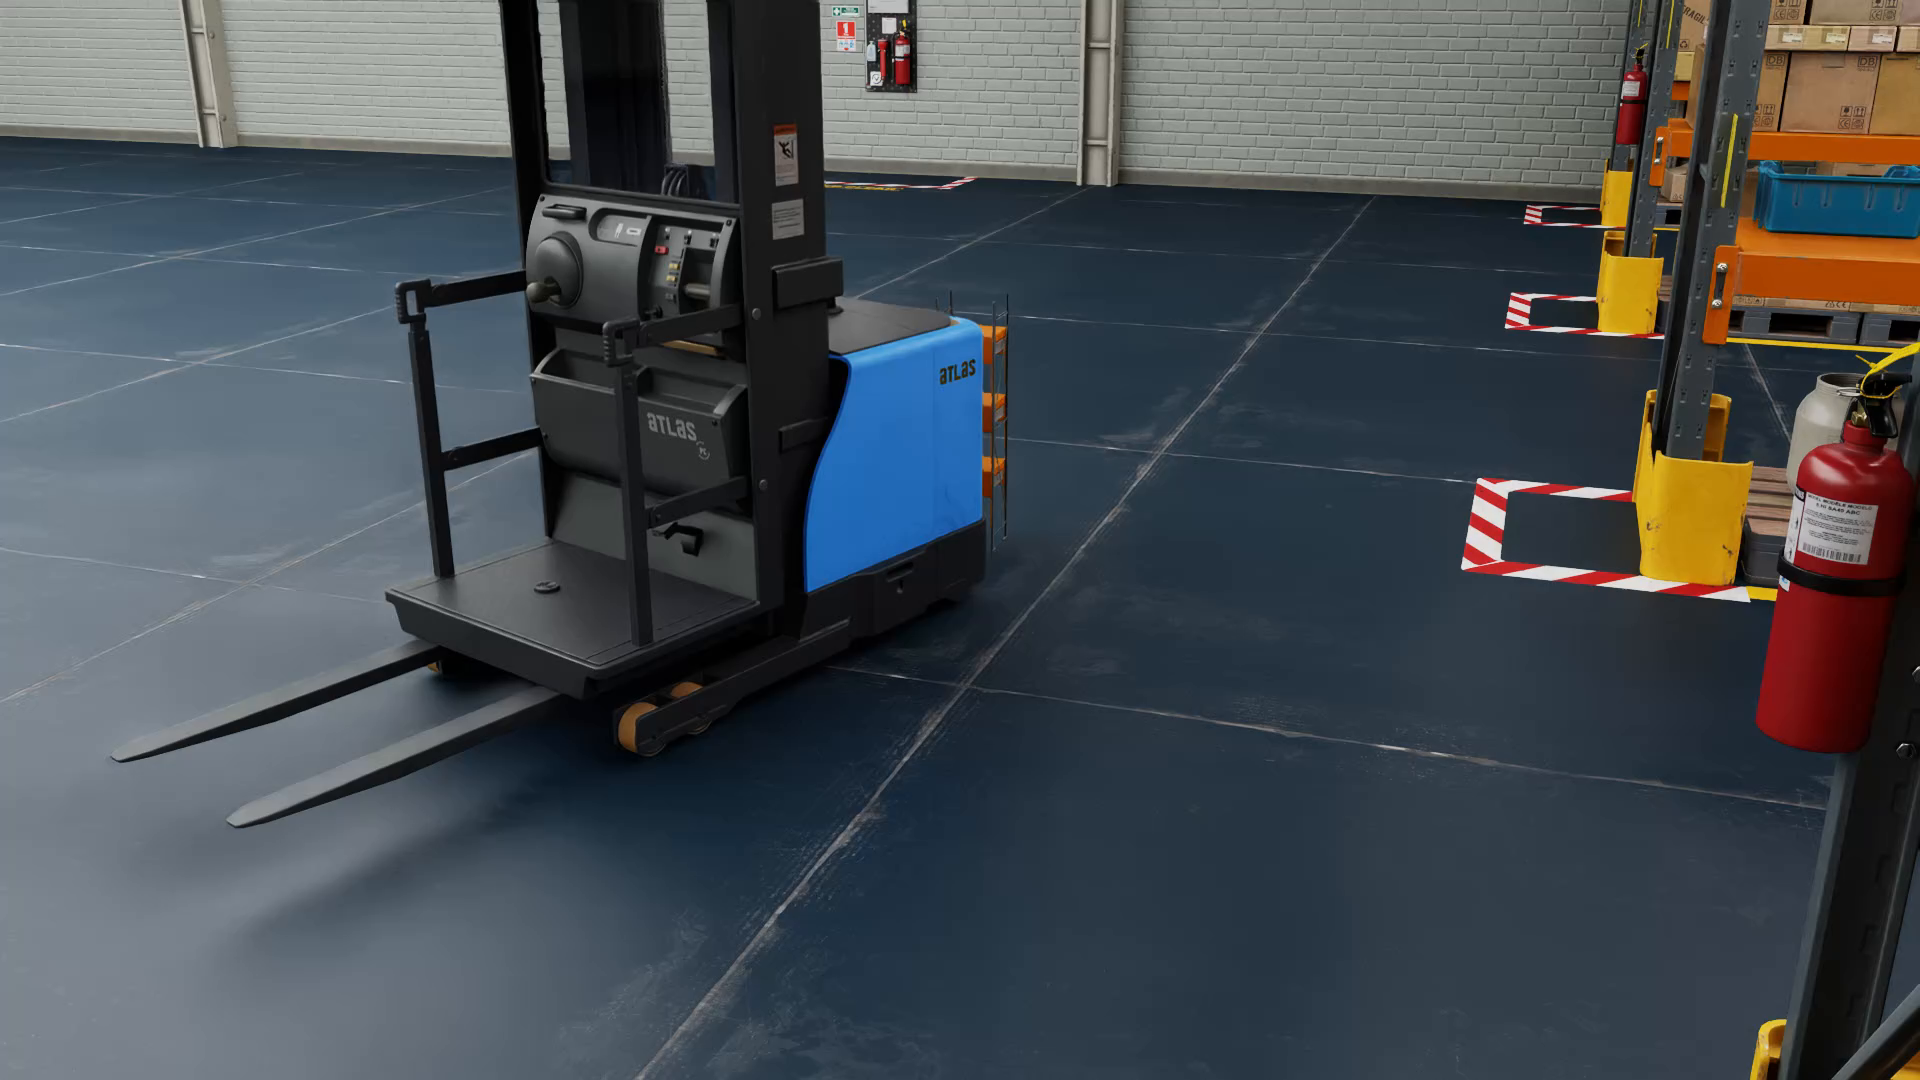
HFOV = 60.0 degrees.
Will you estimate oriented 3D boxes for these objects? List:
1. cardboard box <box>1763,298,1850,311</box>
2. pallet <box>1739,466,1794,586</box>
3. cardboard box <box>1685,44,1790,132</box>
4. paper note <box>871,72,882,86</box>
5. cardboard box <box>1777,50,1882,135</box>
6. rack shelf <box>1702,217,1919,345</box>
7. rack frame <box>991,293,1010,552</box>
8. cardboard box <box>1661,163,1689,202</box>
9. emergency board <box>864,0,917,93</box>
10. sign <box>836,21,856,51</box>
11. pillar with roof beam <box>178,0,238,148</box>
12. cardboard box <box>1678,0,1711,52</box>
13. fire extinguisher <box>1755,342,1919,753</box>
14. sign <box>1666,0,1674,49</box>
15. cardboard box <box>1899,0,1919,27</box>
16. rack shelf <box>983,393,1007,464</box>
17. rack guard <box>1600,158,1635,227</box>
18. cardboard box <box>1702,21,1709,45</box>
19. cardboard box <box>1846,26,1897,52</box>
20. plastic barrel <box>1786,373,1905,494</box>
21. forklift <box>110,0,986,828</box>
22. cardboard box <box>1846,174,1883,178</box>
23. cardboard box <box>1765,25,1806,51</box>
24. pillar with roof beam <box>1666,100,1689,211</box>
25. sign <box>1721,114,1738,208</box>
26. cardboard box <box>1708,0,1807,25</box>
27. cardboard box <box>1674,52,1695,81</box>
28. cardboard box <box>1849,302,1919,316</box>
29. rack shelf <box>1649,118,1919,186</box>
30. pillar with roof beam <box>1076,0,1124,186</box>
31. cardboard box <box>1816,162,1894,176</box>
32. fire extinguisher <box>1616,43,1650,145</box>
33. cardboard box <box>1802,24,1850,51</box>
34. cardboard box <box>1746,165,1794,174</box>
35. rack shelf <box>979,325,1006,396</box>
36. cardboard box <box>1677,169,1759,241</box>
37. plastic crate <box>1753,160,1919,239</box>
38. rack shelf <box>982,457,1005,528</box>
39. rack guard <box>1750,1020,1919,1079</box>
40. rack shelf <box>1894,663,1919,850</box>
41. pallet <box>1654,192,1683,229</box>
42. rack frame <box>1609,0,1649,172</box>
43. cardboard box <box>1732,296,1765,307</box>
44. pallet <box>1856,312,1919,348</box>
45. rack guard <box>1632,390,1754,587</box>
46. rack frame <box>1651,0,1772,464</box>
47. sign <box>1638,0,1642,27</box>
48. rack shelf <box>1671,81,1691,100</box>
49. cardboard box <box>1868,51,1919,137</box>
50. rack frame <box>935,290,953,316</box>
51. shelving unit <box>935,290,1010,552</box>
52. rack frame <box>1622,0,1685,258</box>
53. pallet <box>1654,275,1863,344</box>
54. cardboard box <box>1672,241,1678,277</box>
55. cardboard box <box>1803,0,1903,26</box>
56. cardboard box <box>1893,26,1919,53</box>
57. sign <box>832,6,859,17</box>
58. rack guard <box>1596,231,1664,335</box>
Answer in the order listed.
[{"bbox_3d":[5.524,-1.681,10.880,0.500,0.250,0.500,7,20,18],"label":"cardboard box"},{"bbox_3d":[3.840,-0.021,6.816,1.213,0.211,1.003,7,20,18],"label":"pallet"},{"bbox_3d":[5.053,-2.953,10.840,0.500,0.500,0.700,7,20,18],"label":"cardboard box"},{"bbox_3d":[-0.950,-5.246,18.908,0.142,0.148,0.016,7,20,18],"label":"paper note"},{"bbox_3d":[5.551,-2.898,10.682,0.500,0.500,0.700,7,20,19],"label":"cardboard box"},{"bbox_3d":[4.877,-0.865,6.094,4.000,0.370,1.077,7,20,18],"label":"rack shelf"},{"bbox_3d":[0.166,-0.477,6.849,0.008,1.050,0.200,7,20,18],"label":"rack frame"},{"bbox_3d":[6.863,-3.337,15.508,0.500,0.311,0.500,4,20,12],"label":"cardboard box"},{"bbox_3d":[-0.806,-5.622,18.646,0.643,1.169,0.194,7,20,18],"label":"emergency board"},{"bbox_3d":[-1.294,-5.730,18.904,0.234,0.329,0.001,7,20,18],"label":"sign"},{"bbox_3d":[-11.232,-8.133,16.737,0.400,9.000,9.100,7,20,18],"label":"pillar with roof beam"},{"bbox_3d":[6.591,-4.649,14.914,0.500,0.500,0.500,7,20,18],"label":"cardboard box"},{"bbox_3d":[1.405,0.000,2.637,0.183,0.674,0.296,7,20,18],"label":"fire extinguisher"},{"bbox_3d":[4.429,-3.235,10.364,0.005,0.325,0.100,7,20,18],"label":"sign"},{"bbox_3d":[6.078,-3.451,10.297,0.500,0.500,0.700,7,20,18],"label":"cardboard box"},{"bbox_3d":[0.051,-0.480,6.890,0.240,0.259,0.215,7,20,18],"label":"rack shelf"},{"bbox_3d":[6.310,-3.313,15.820,0.348,0.500,1.175,7,20,18],"label":"rack guard"},{"bbox_3d":[5.040,-3.332,10.941,0.250,0.149,0.380,6,20,17],"label":"cardboard box"},{"bbox_3d":[5.640,-3.122,10.338,0.250,0.149,0.380,6,20,17],"label":"cardboard box"},{"bbox_3d":[3.634,-0.397,6.800,0.421,0.512,0.421,0,19,0],"label":"plastic barrel"},{"bbox_3d":[-1.197,-0.896,5.194,1.130,2.935,3.031,14,24,35],"label":"forklift"},{"bbox_3d":[6.170,-2.146,11.075,0.500,0.500,0.500,7,20,18],"label":"cardboard box"},{"bbox_3d":[5.167,-3.177,10.496,0.250,0.149,0.380,6,20,17],"label":"cardboard box"},{"bbox_3d":[5.771,-6.189,11.160,0.400,9.000,9.100,7,20,18],"label":"pillar with roof beam"},{"bbox_3d":[2.803,-1.381,6.061,0.005,0.325,0.100,7,20,18],"label":"sign"},{"bbox_3d":[5.103,-3.560,10.610,0.500,0.500,0.700,7,20,18],"label":"cardboard box"},{"bbox_3d":[6.595,-4.288,15.019,0.500,0.250,0.500,6,20,16],"label":"cardboard box"},{"bbox_3d":[5.996,-1.626,10.724,0.500,0.250,0.500,7,20,18],"label":"cardboard box"},{"bbox_3d":[6.506,-2.405,10.511,4.000,0.370,1.077,7,20,18],"label":"rack shelf"},{"bbox_3d":[0.103,-6.837,13.019,0.400,9.000,9.100,7,20,18],"label":"pillar with roof beam"},{"bbox_3d":[8.078,-3.270,15.028,0.500,0.500,0.700,5,20,15],"label":"cardboard box"},{"bbox_3d":[4.657,-3.081,11.476,0.183,0.674,0.296,7,20,18],"label":"fire extinguisher"},{"bbox_3d":[5.402,-3.150,10.418,0.250,0.149,0.380,7,20,18],"label":"cardboard box"},{"bbox_3d":[7.401,-3.275,15.331,0.500,0.311,0.500,8,21,23],"label":"cardboard box"},{"bbox_3d":[0.051,-0.748,6.797,0.240,0.259,0.215,7,20,18],"label":"rack shelf"},{"bbox_3d":[5.221,-2.249,11.372,0.500,0.500,0.500,7,20,18],"label":"cardboard box"},{"bbox_3d":[3.558,-1.390,6.732,0.616,0.251,0.499,7,20,18],"label":"plastic crate"},{"bbox_3d":[0.051,-0.218,6.982,0.240,0.259,0.215,7,20,18],"label":"rack shelf"},{"bbox_3d":[1.434,1.308,2.565,0.348,0.500,1.175,7,20,18],"label":"rack guard"},{"bbox_3d":[3.251,0.675,1.676,4.000,0.370,1.077,7,20,18],"label":"rack shelf"},{"bbox_3d":[7.066,-3.078,15.585,1.213,0.211,1.003,7,20,18],"label":"pallet"},{"bbox_3d":[6.239,-4.501,15.432,0.127,3.000,1.000,7,20,18],"label":"rack frame"},{"bbox_3d":[5.050,-1.733,11.031,0.500,0.250,0.500,7,20,18],"label":"cardboard box"},{"bbox_3d":[6.501,-1.442,10.892,1.213,0.211,1.003,7,20,18],"label":"pallet"},{"bbox_3d":[3.075,-0.247,7.025,0.348,0.500,1.175,7,20,18],"label":"rack guard"},{"bbox_3d":[2.987,-1.421,6.595,0.127,3.000,1.000,7,20,18],"label":"rack frame"},{"bbox_3d":[6.061,-4.741,14.806,0.005,0.325,0.100,7,20,18],"label":"sign"},{"bbox_3d":[8.128,-3.946,14.931,4.000,0.370,1.077,7,20,18],"label":"rack shelf"},{"bbox_3d":[6.018,-2.843,10.523,0.500,0.500,0.700,7,20,18],"label":"cardboard box"},{"bbox_3d":[-0.065,-0.503,6.925,0.008,1.050,0.200,7,20,18],"label":"rack frame"},{"bbox_3d":[0.051,-0.490,6.887,0.252,1.050,0.215,7,20,18],"label":"shelving unit"},{"bbox_3d":[4.617,-2.961,11.013,0.127,3.000,1.000,7,20,18],"label":"rack frame"},{"bbox_3d":[5.353,-1.574,11.272,1.213,0.211,1.003,7,20,18],"label":"pallet"},{"bbox_3d":[5.220,-1.895,11.493,0.500,0.250,0.500,7,20,18],"label":"cardboard box"},{"bbox_3d":[5.602,-3.505,10.452,0.500,0.500,0.700,6,20,17],"label":"cardboard box"},{"bbox_3d":[5.892,-3.094,10.257,0.250,0.149,0.380,6,20,16],"label":"cardboard box"},{"bbox_3d":[-1.293,-5.977,18.807,0.331,0.109,0.001,7,20,18],"label":"sign"},{"bbox_3d":[4.594,-1.783,11.431,0.348,0.500,1.175,7,20,18],"label":"rack guard"}]
